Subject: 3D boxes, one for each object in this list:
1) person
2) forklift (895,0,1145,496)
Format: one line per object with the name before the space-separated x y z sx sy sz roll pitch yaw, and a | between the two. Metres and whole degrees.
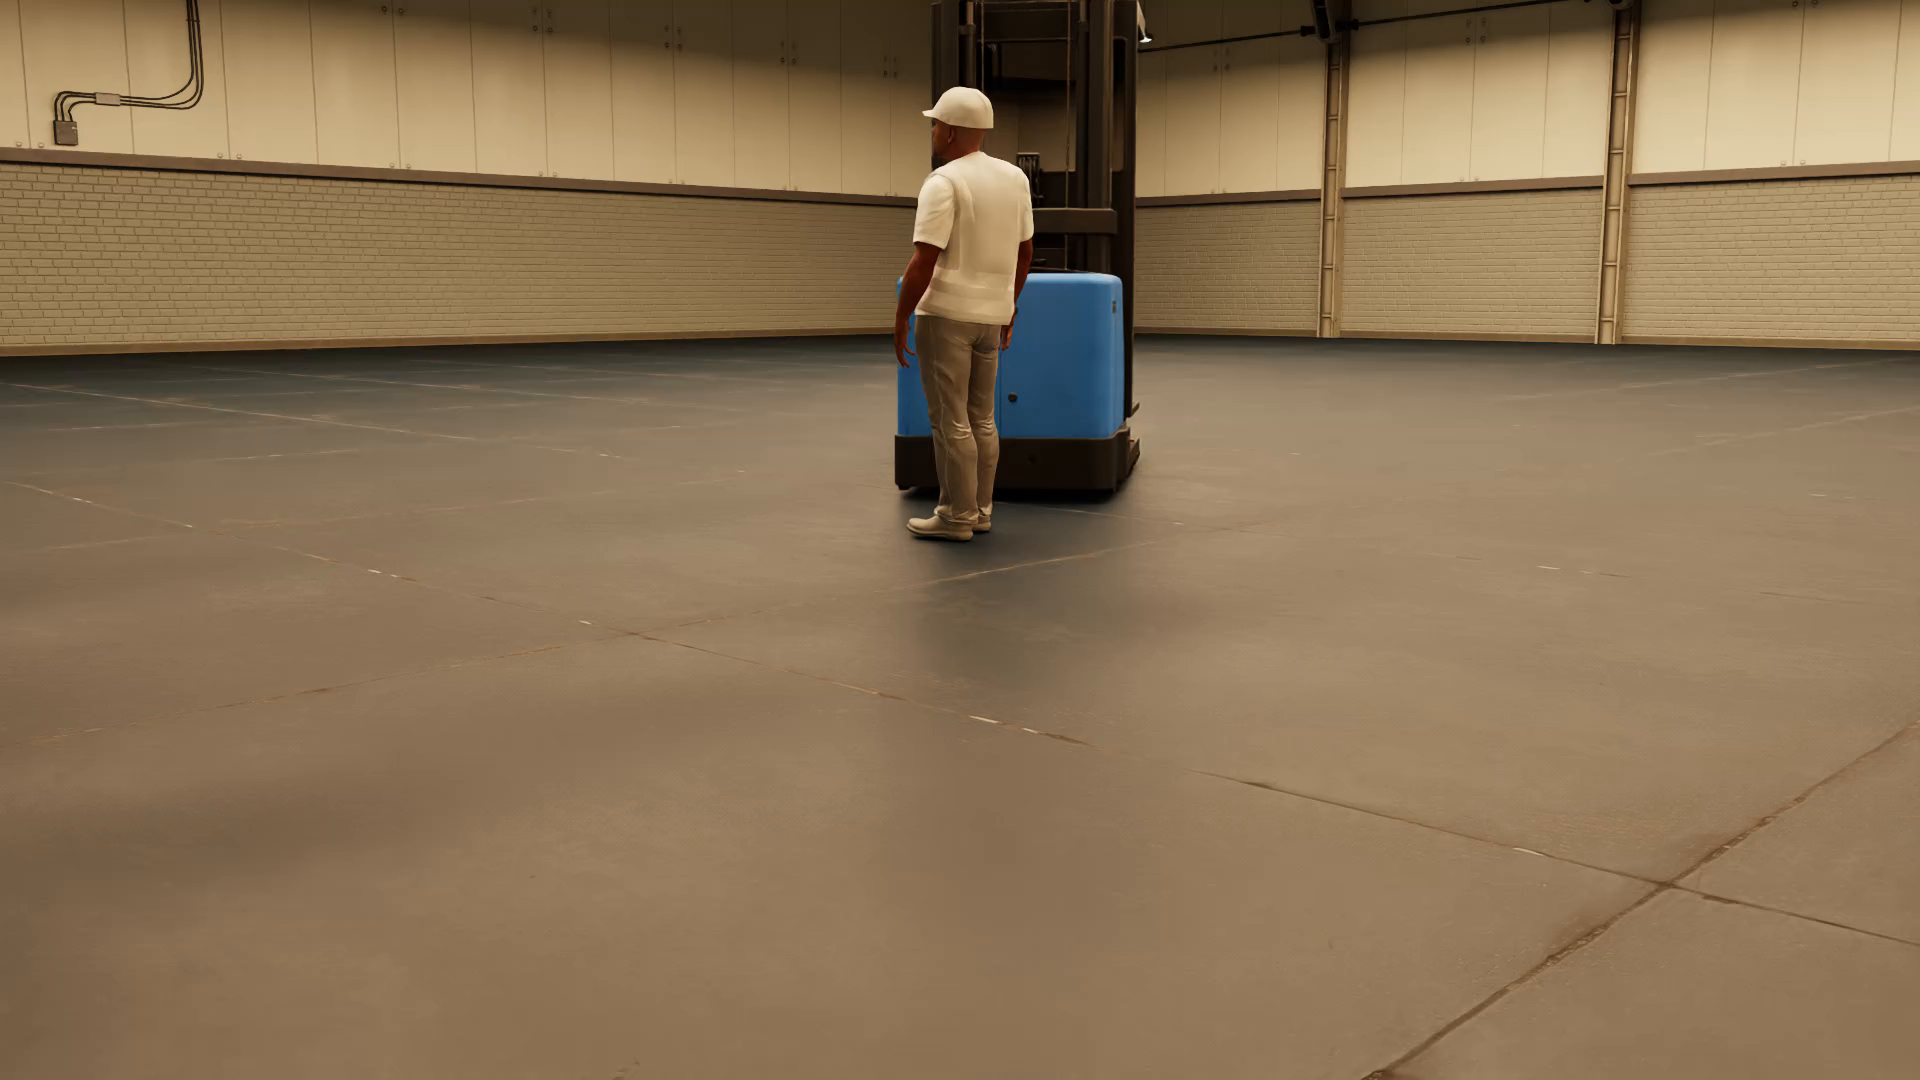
person | -0.046 -0.888 6.636 0.577 1.765 0.666 8 12 43
forklift | 0.431 -1.845 9.129 1.130 2.935 3.031 1 9 9
